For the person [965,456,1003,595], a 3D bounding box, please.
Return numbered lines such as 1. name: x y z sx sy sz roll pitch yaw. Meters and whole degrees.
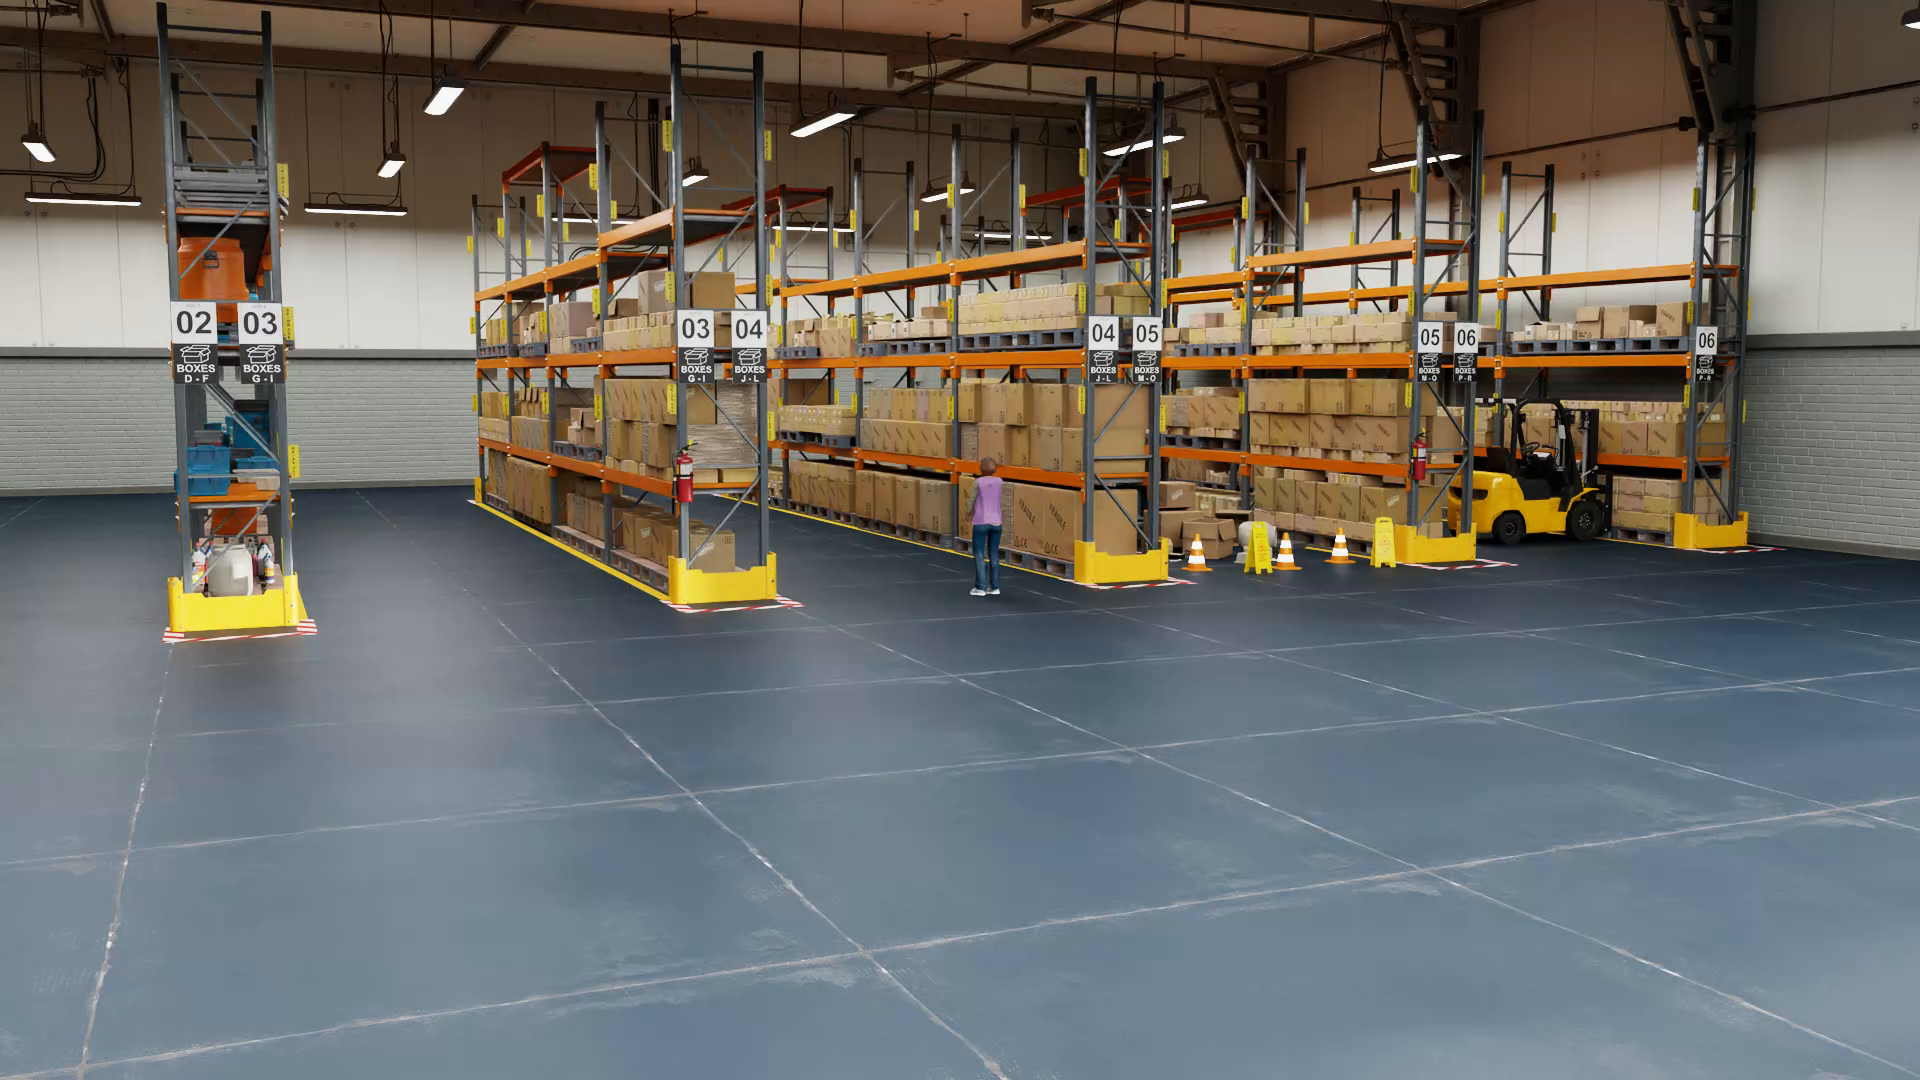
1. person: 0.274 -0.160 18.946 0.405 1.575 0.497 -2 6 -23
